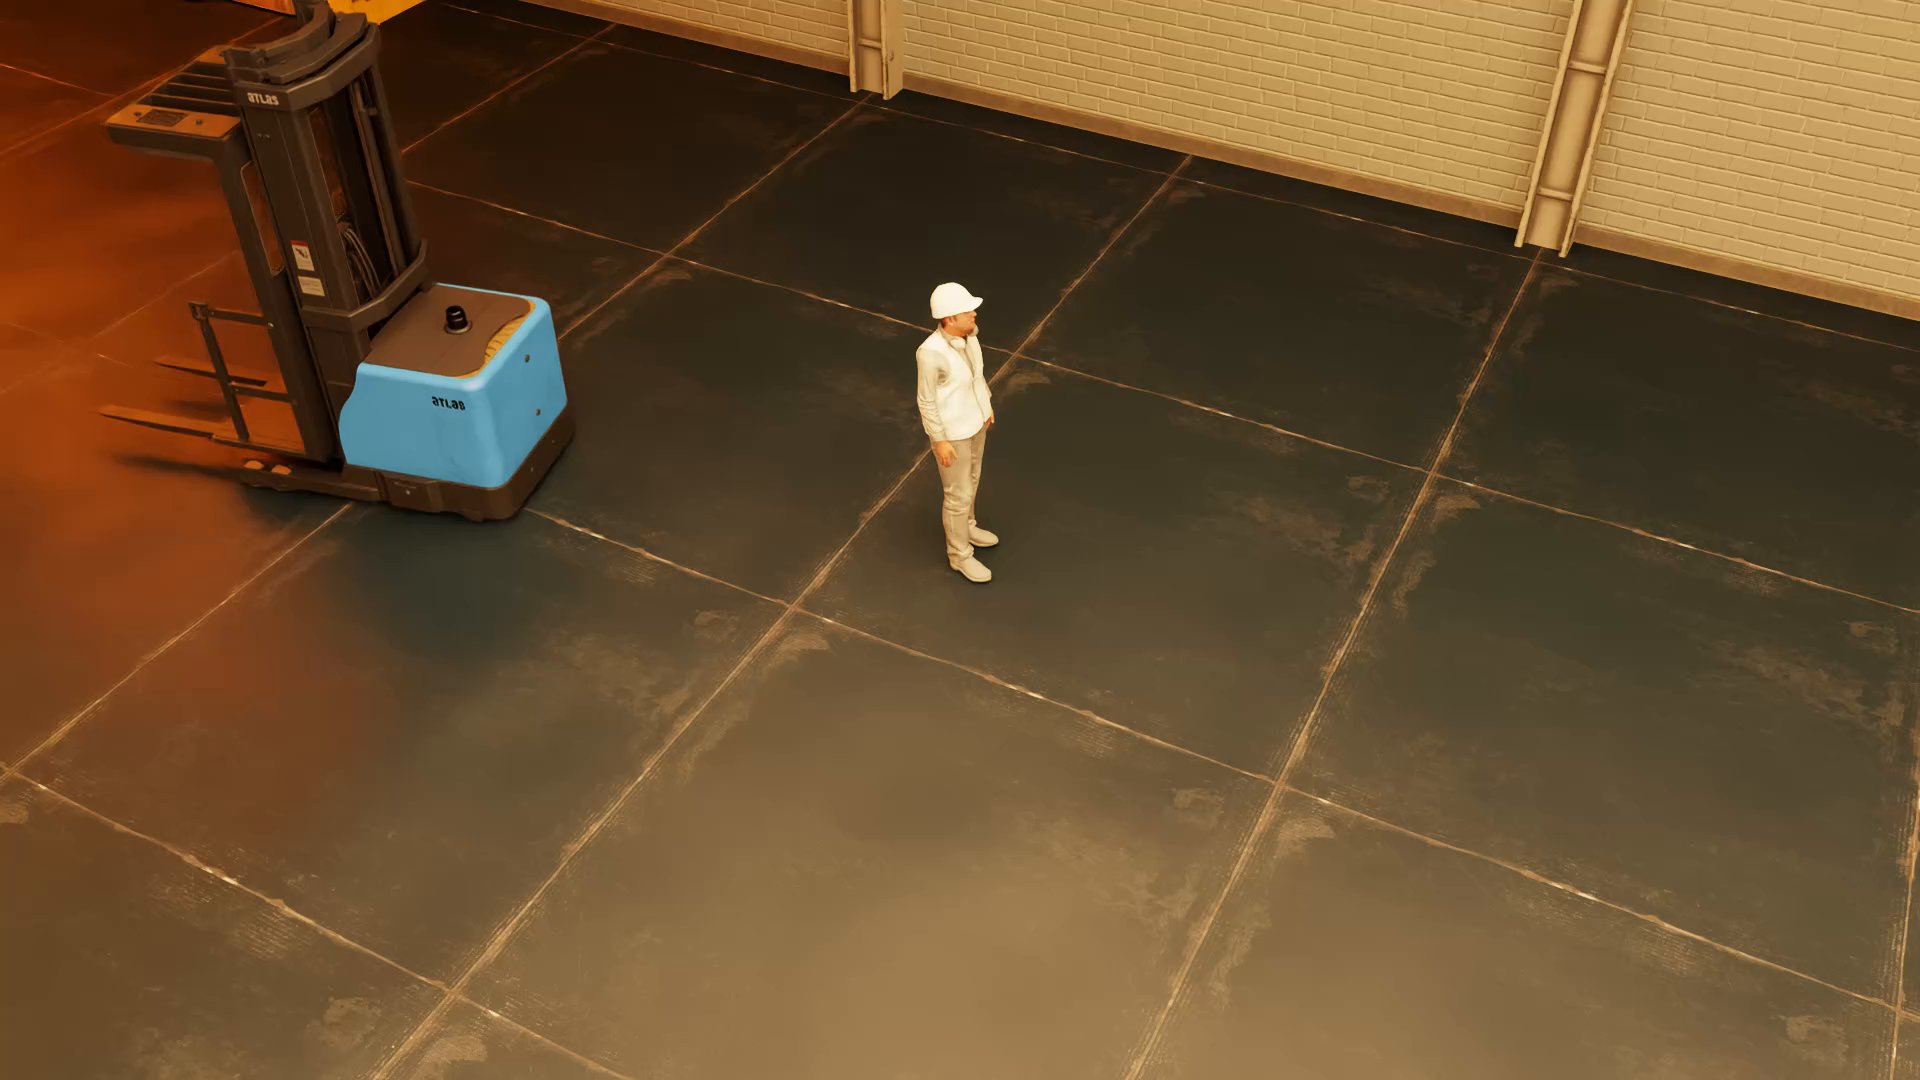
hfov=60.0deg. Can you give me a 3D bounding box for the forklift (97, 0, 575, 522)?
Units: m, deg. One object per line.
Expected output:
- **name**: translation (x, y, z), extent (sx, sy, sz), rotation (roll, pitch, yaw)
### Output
- **forklift**: translation (-4.121, -1.752, 10.067), extent (3.031, 2.935, 1.130), rotation (10, 41, 11)

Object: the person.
- **person**: translation (0.051, -0.659, 9.660), extent (0.568, 1.768, 0.632), rotation (18, 43, 21)
